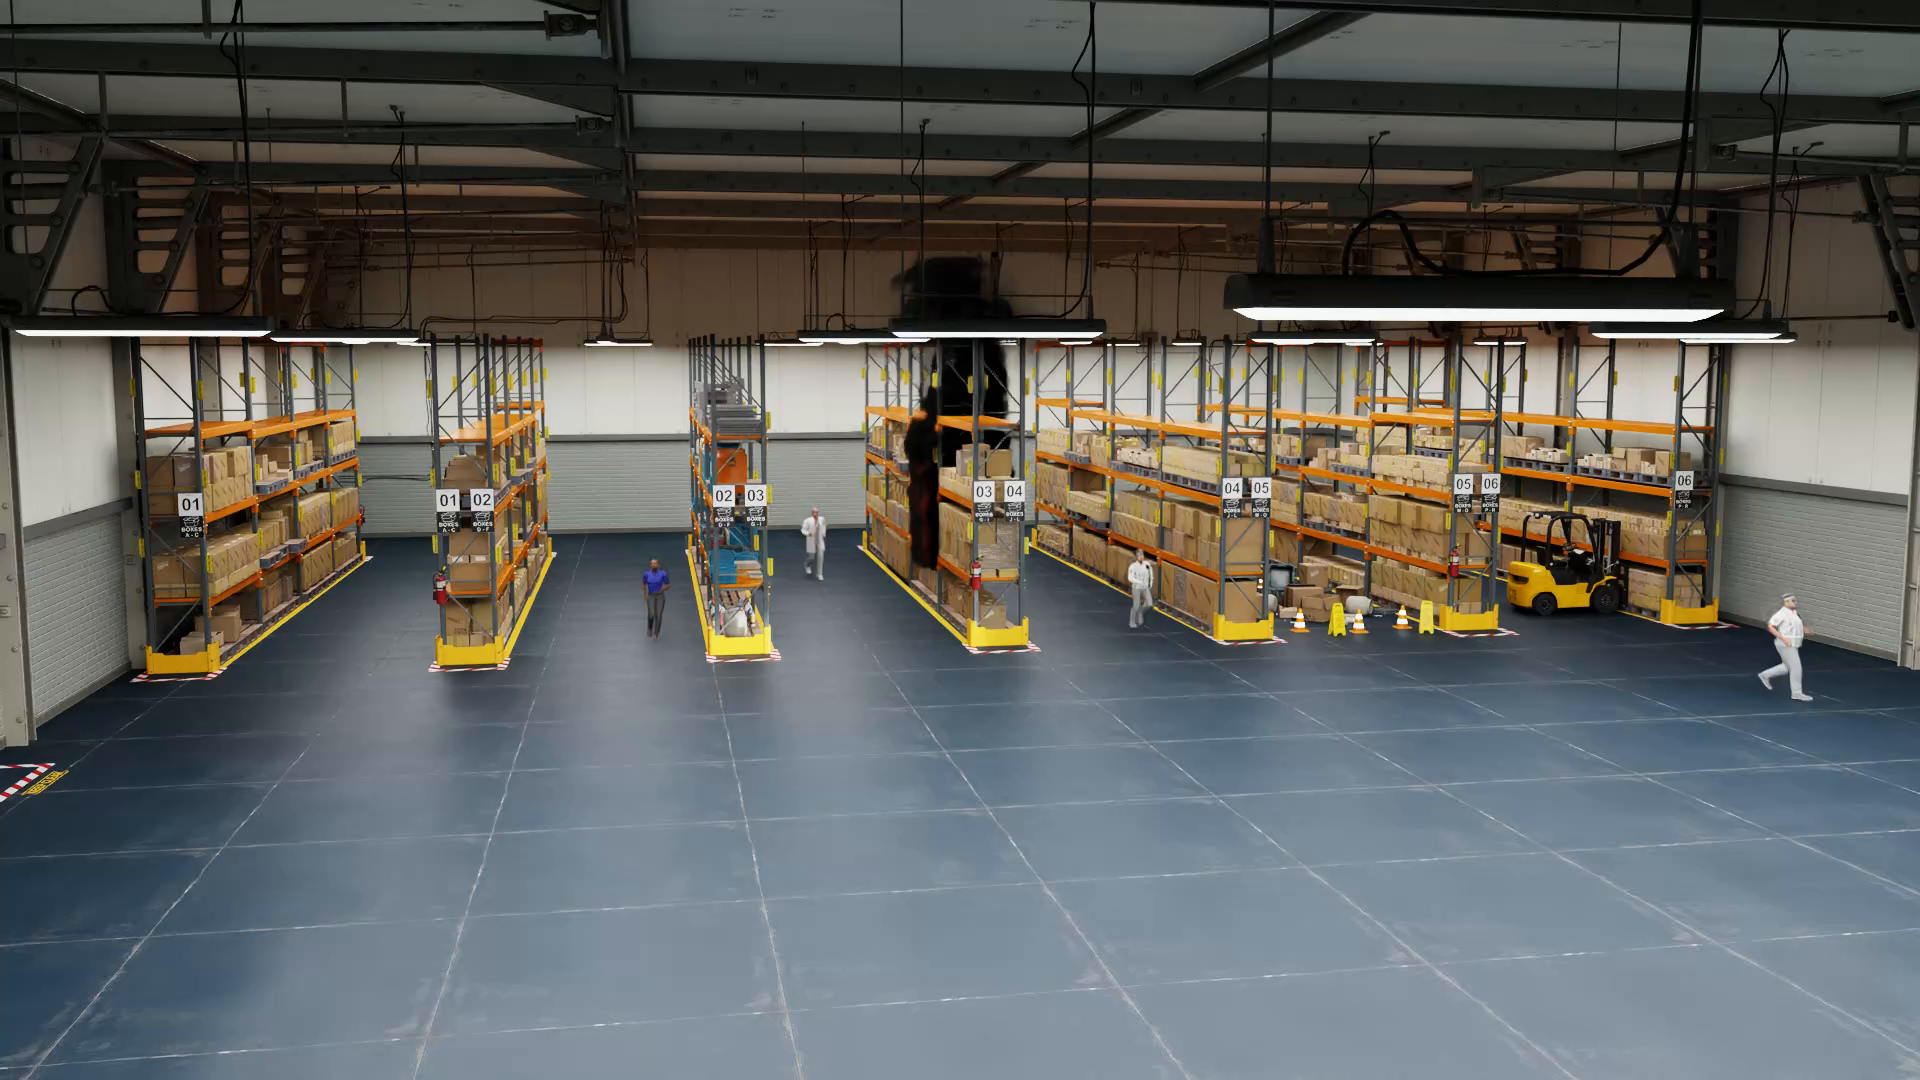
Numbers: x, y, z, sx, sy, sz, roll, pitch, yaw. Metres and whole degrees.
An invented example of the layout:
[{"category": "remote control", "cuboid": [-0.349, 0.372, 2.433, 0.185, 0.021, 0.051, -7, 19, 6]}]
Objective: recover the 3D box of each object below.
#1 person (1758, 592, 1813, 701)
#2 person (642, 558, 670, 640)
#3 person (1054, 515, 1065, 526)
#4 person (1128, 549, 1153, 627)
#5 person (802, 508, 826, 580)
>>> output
[{"category": "person", "cuboid": [13.591, 1.718, 27.332, 0.674, 1.747, 0.921, -6, 9, -44]}, {"category": "person", "cuboid": [-5.997, 1.171, 32.746, 0.542, 1.621, 0.558, -1, 7, -7]}, {"category": "person", "cuboid": [3.029, -0.878, 49.866, 0.940, 1.750, 0.750, 3, 7, 26]}, {"category": "person", "cuboid": [3.708, 0.987, 33.925, 0.634, 1.651, 0.729, -2, 7, -17]}, {"category": "person", "cuboid": [-3.654, 0.070, 41.699, 0.691, 1.783, 1.012, -3, 7, -23]}]
